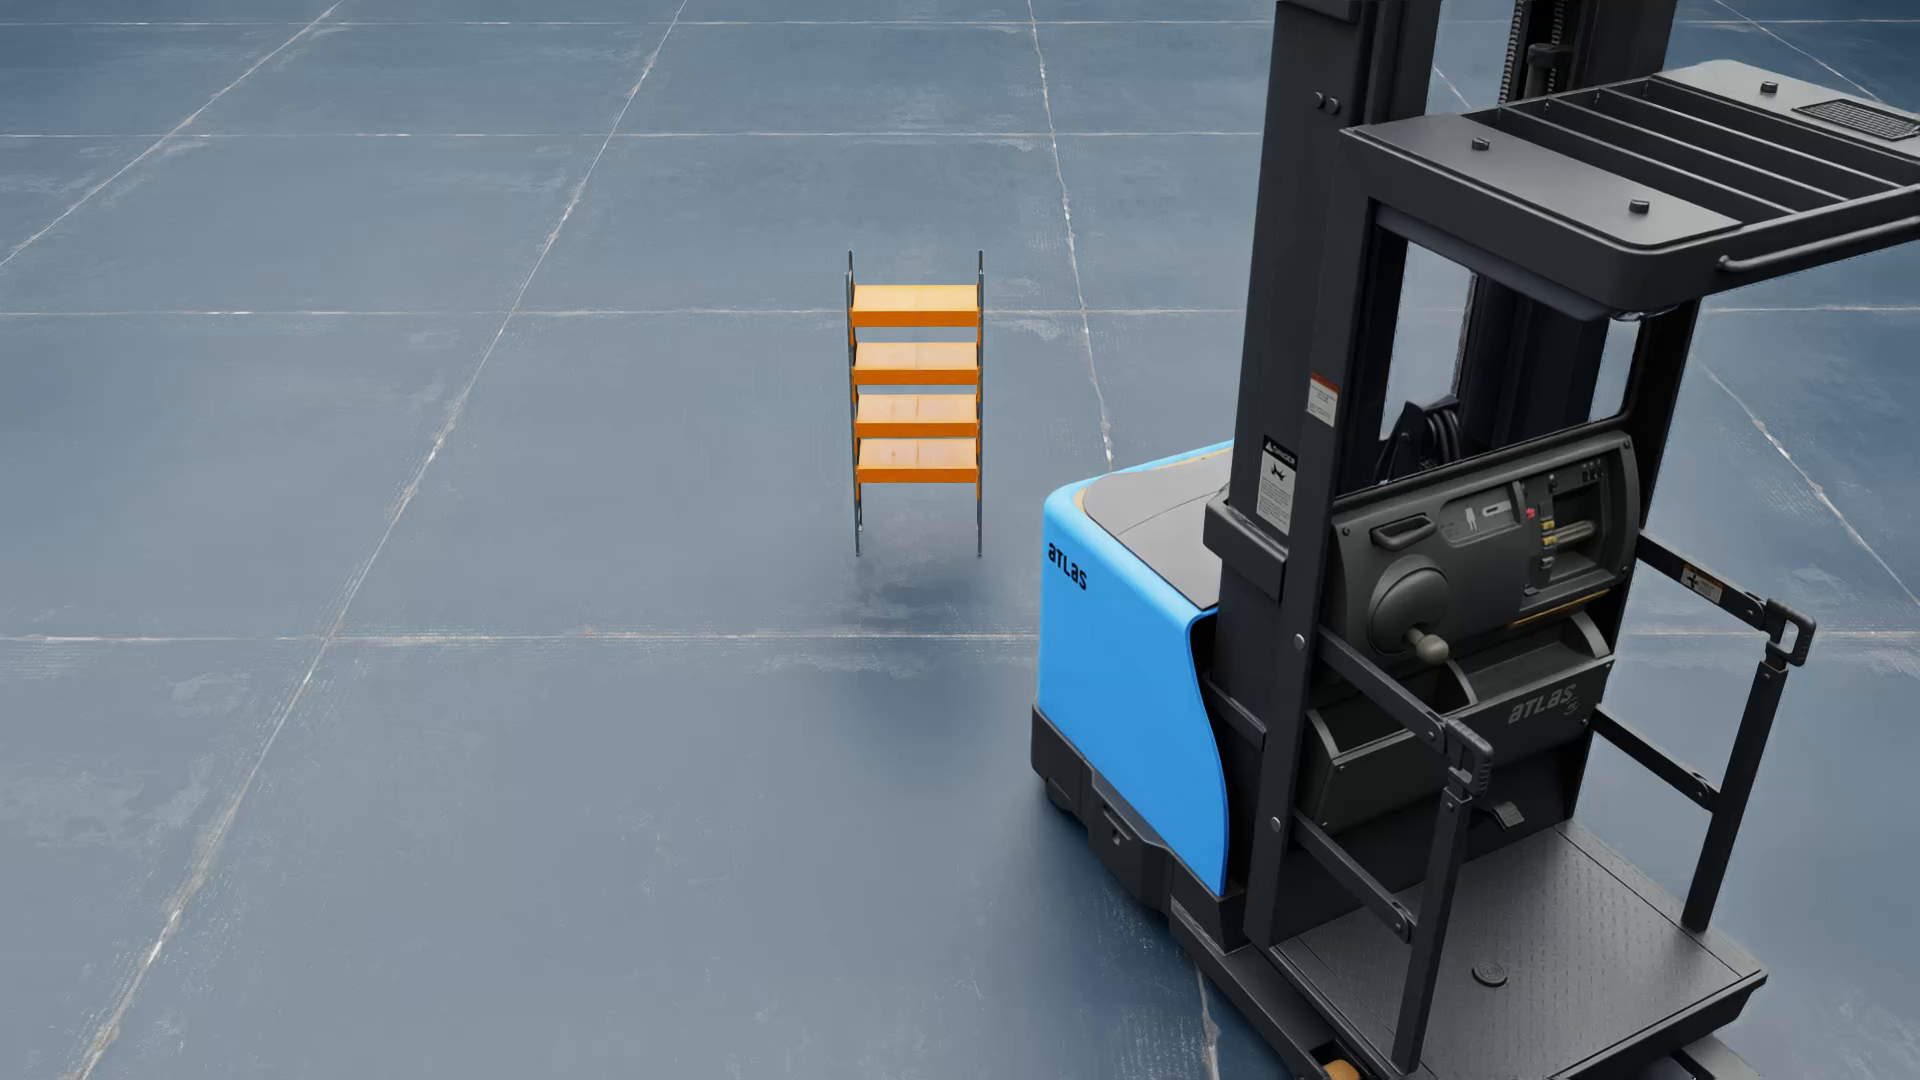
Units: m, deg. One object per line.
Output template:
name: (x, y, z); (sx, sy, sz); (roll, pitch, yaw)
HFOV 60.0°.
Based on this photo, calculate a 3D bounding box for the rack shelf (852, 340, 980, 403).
rack shelf: (-0.166, -0.646, 6.357); (0.480, 0.148, 0.258); (0, 31, 0)

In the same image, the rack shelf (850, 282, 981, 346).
rack shelf: (-0.166, -0.848, 6.234); (0.480, 0.148, 0.258); (0, 31, 0)

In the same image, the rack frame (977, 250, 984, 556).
rack frame: (0.078, -0.513, 6.439); (0.015, 1.200, 0.240); (0, 31, 0)

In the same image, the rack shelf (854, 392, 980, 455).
rack shelf: (-0.166, -0.455, 6.473); (0.480, 0.148, 0.258); (0, 31, 0)

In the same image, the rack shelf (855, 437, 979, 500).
rack shelf: (-0.166, -0.285, 6.576); (0.480, 0.148, 0.258); (0, 31, 0)

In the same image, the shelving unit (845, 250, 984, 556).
shelving unit: (-0.166, -0.512, 6.438); (0.503, 1.200, 0.258); (0, 31, 0)

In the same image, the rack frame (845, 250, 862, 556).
rack frame: (-0.410, -0.512, 6.437); (0.015, 1.200, 0.240); (0, 31, 0)

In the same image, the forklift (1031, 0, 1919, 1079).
forklift: (1.372, 0.071, 3.808); (1.130, 2.935, 3.031); (-16, 35, -24)
